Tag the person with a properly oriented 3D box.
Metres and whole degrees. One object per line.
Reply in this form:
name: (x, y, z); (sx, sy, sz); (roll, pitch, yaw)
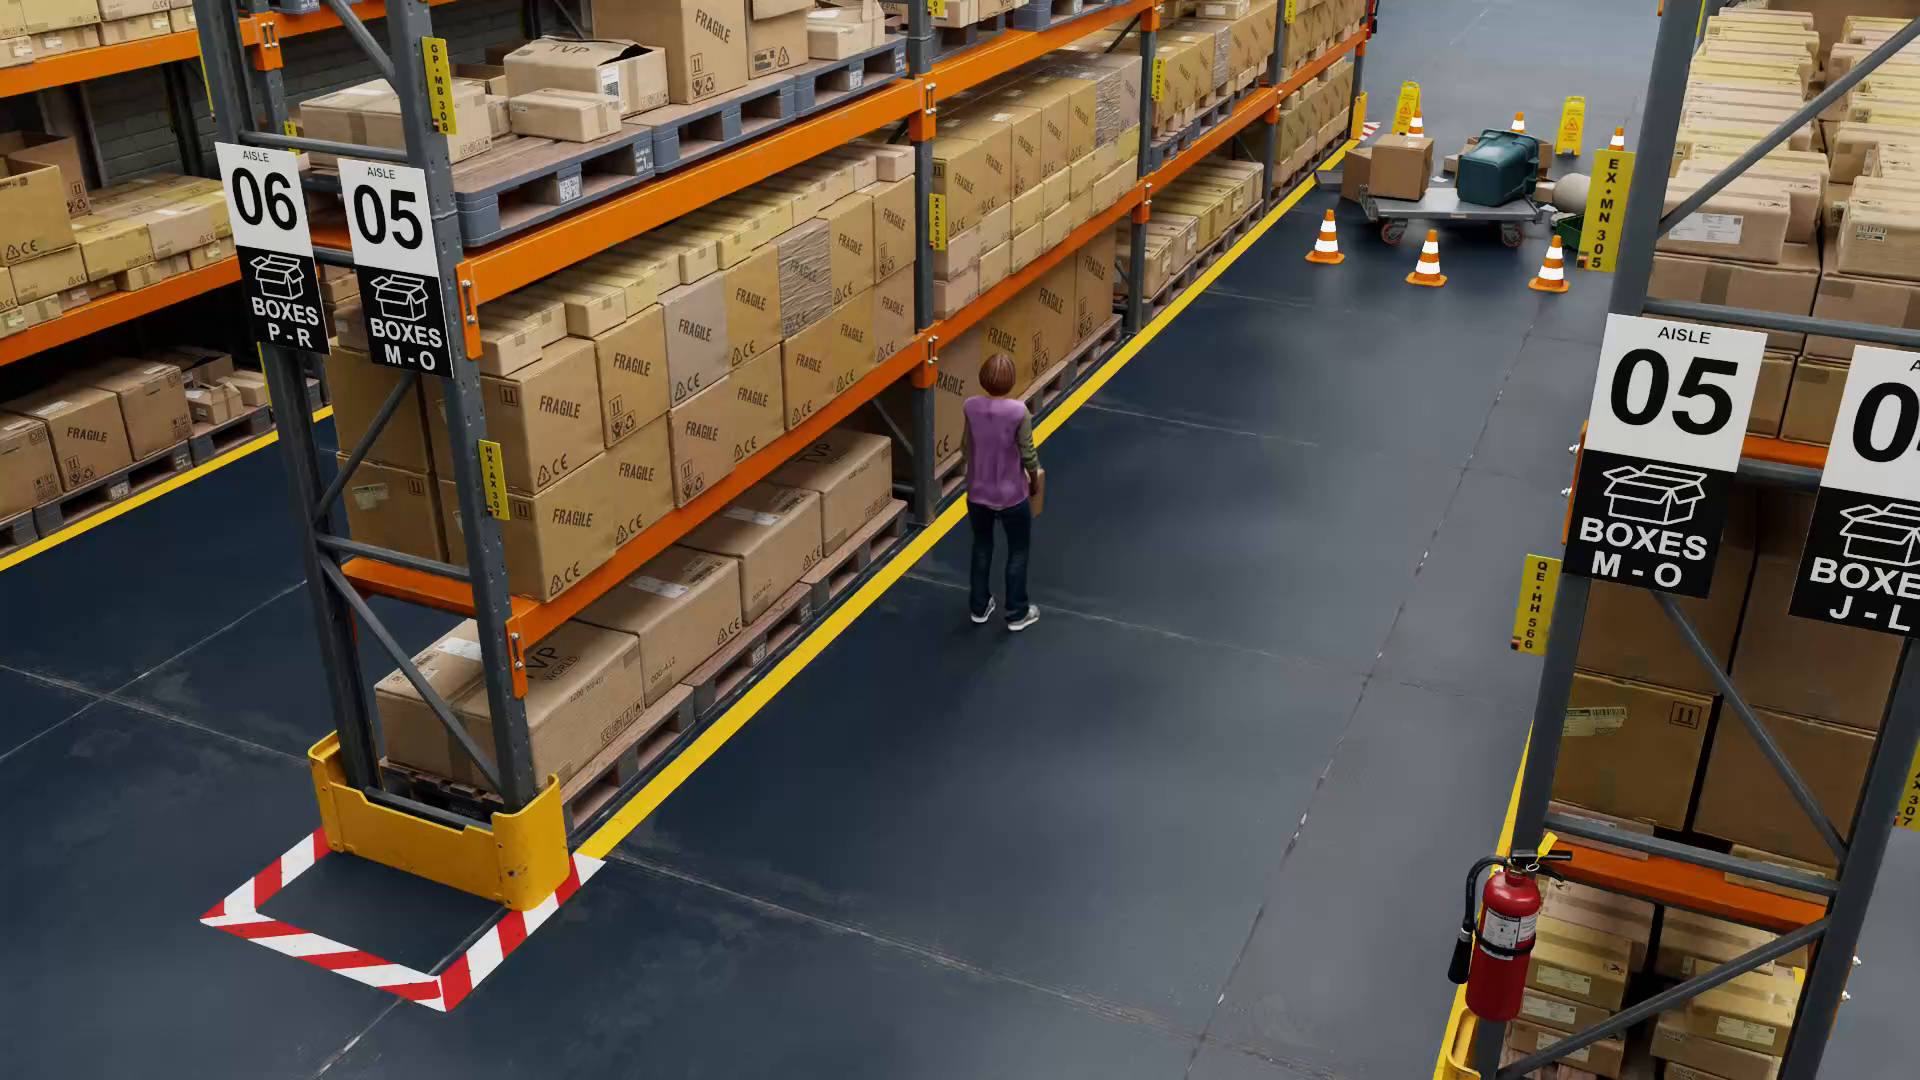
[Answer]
person: (0.219, -0.258, 9.152); (0.445, 1.585, 0.371); (11, 29, 21)
